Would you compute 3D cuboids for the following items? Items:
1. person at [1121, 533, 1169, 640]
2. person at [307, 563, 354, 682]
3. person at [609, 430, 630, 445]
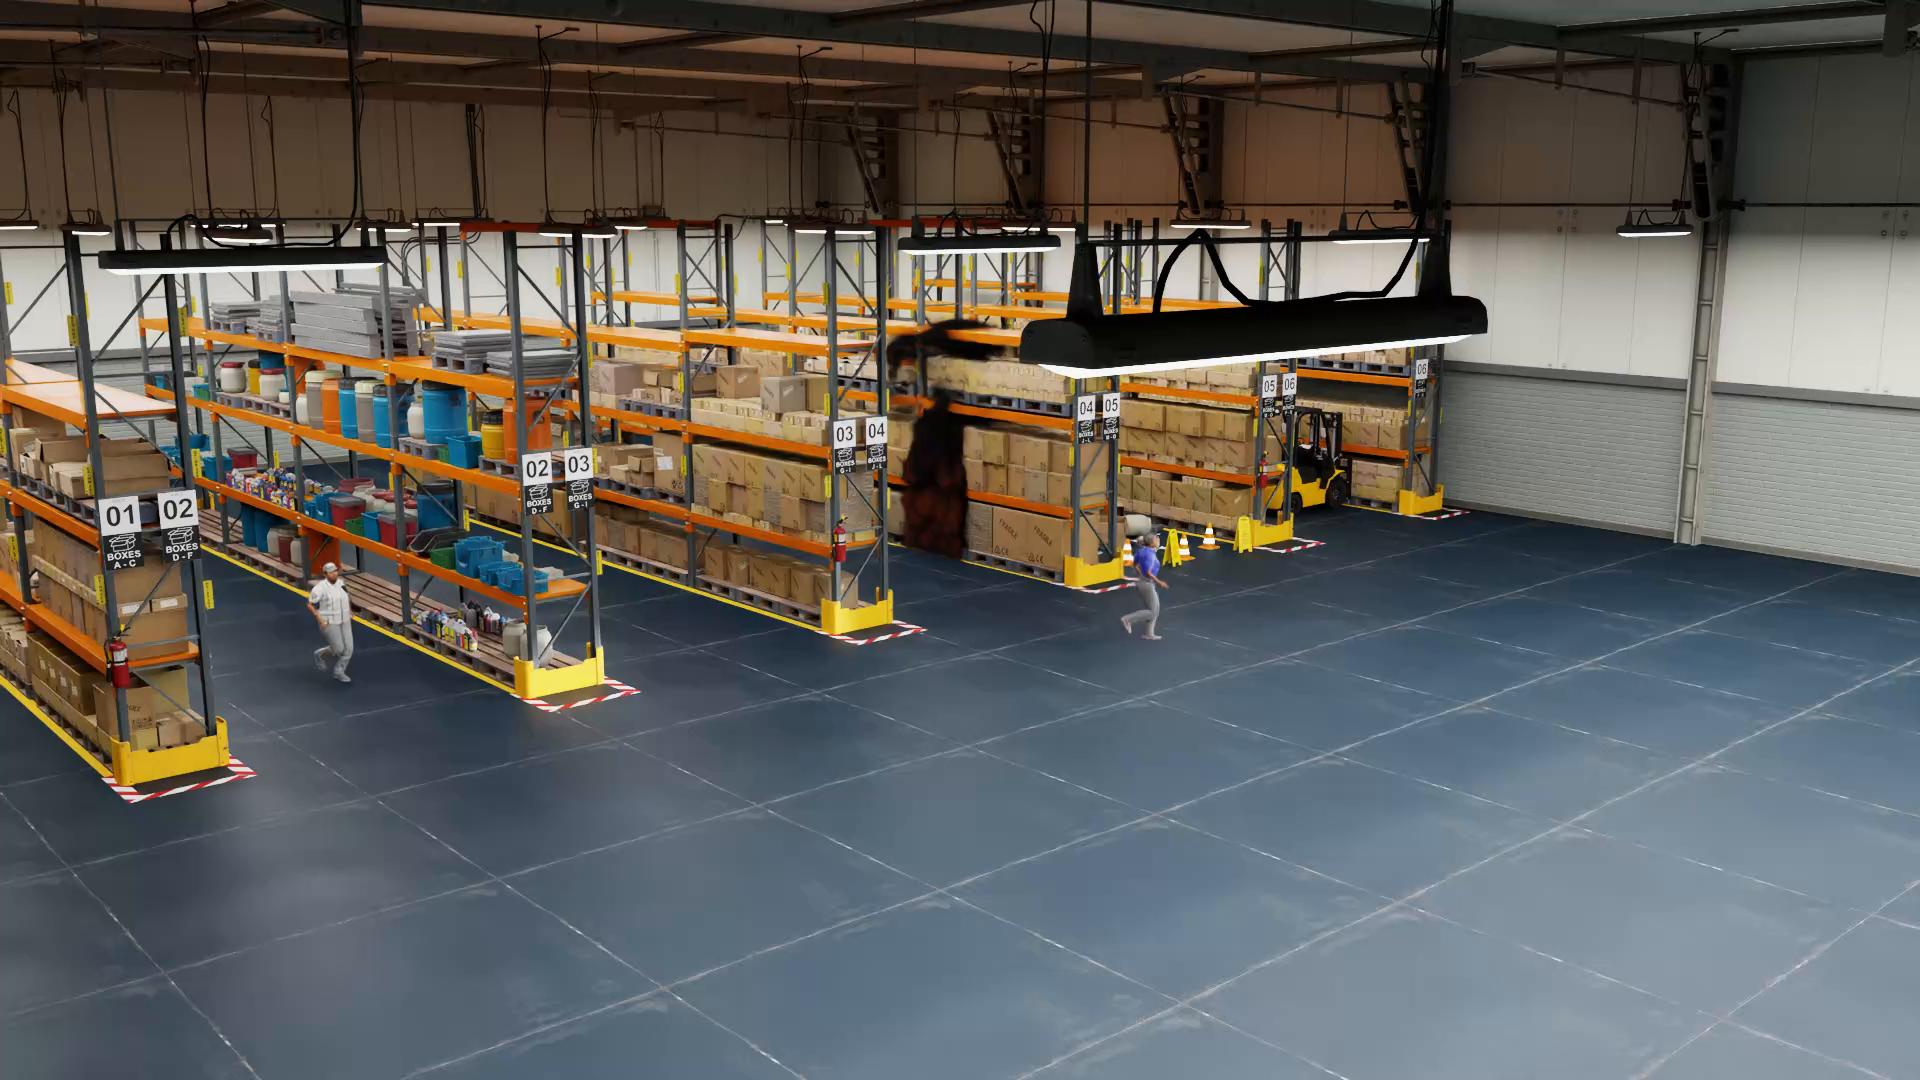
[{"bbox_3d":[2.668,0.695,24.412,0.681,1.617,0.562,-2,12,-12],"label":"person"},{"bbox_3d":[-8.435,1.100,22.392,0.550,1.627,0.616,7,14,32],"label":"person"},{"bbox_3d":[-8.433,-2.816,41.458,0.792,1.756,0.851,-1,11,-3],"label":"person"}]
